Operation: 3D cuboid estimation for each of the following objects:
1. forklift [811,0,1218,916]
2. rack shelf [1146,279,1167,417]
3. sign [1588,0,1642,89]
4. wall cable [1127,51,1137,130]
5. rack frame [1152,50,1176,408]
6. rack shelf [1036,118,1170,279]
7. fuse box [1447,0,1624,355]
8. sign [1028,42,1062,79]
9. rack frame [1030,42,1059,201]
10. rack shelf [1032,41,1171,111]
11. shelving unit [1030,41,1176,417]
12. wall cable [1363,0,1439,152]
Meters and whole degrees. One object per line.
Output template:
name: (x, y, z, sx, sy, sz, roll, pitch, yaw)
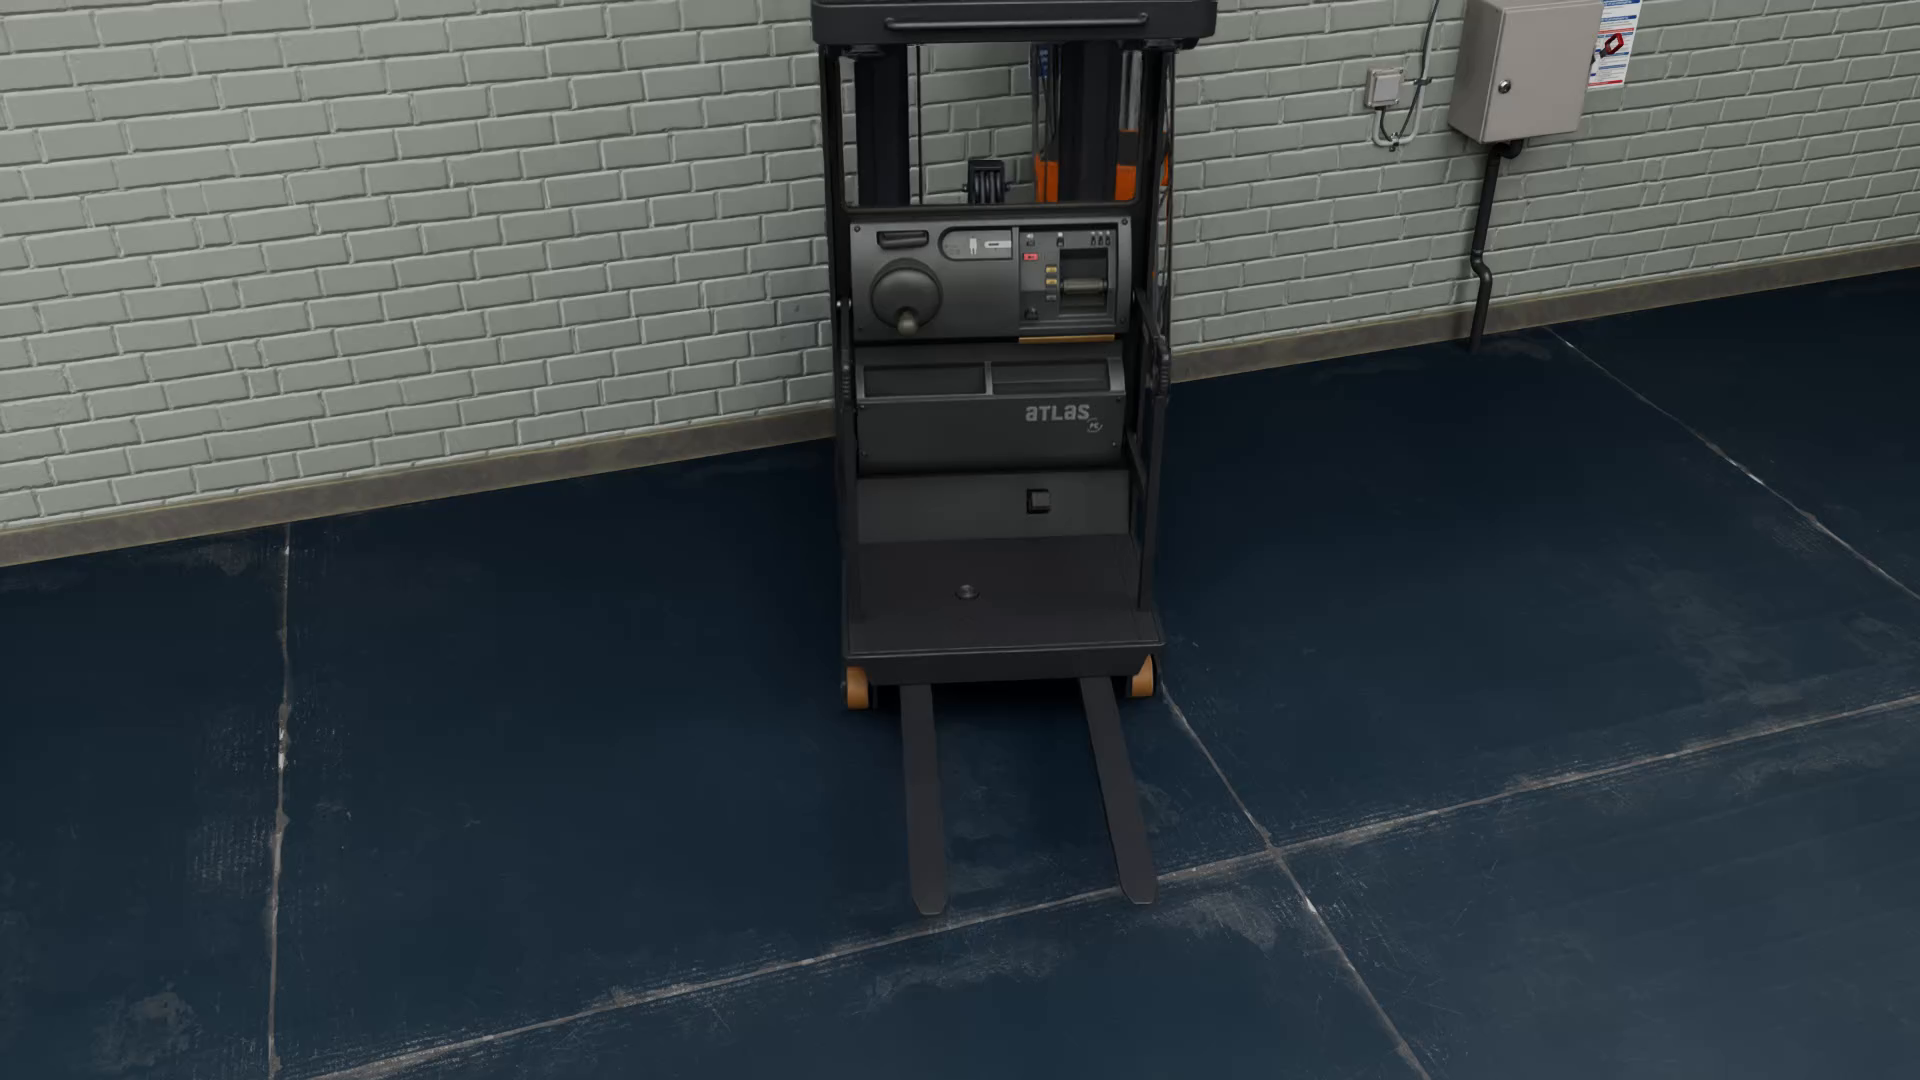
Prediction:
forklift: (0.121, -0.816, 5.326, 1.130, 2.935, 3.031, -2, 34, -3)
rack shelf: (0.640, -0.837, 7.285, 0.480, 0.518, 0.431, 6, 35, 14)
sign: (2.953, -2.312, 7.614, 0.329, 0.494, 0.001, -10, 35, -15)
wall cable: (0.501, -2.320, 6.591, 0.585, 1.953, 0.123, -10, 35, -15)
rack frame: (0.836, -1.401, 6.824, 0.015, 2.100, 0.400, 6, 35, 14)
rack shelf: (0.602, -1.415, 6.892, 0.480, 0.518, 0.431, 6, 35, 14)
fuse box: (2.546, -1.622, 7.653, 0.539, 1.711, 0.414, -10, 35, -15)
sign: (0.436, -2.020, 6.841, 0.327, 0.218, 0.001, -10, 35, -15)
rack frame: (0.366, -1.452, 6.945, 0.015, 2.100, 0.400, 6, 35, 14)
rack shelf: (0.564, -1.993, 6.498, 0.480, 0.518, 0.431, 6, 35, 14)
shelving unit: (0.601, -1.426, 6.884, 0.503, 2.100, 0.431, 6, 35, 14)
wall cable: (1.848, -2.552, 6.969, 0.588, 1.984, 0.122, -10, 35, -15)
